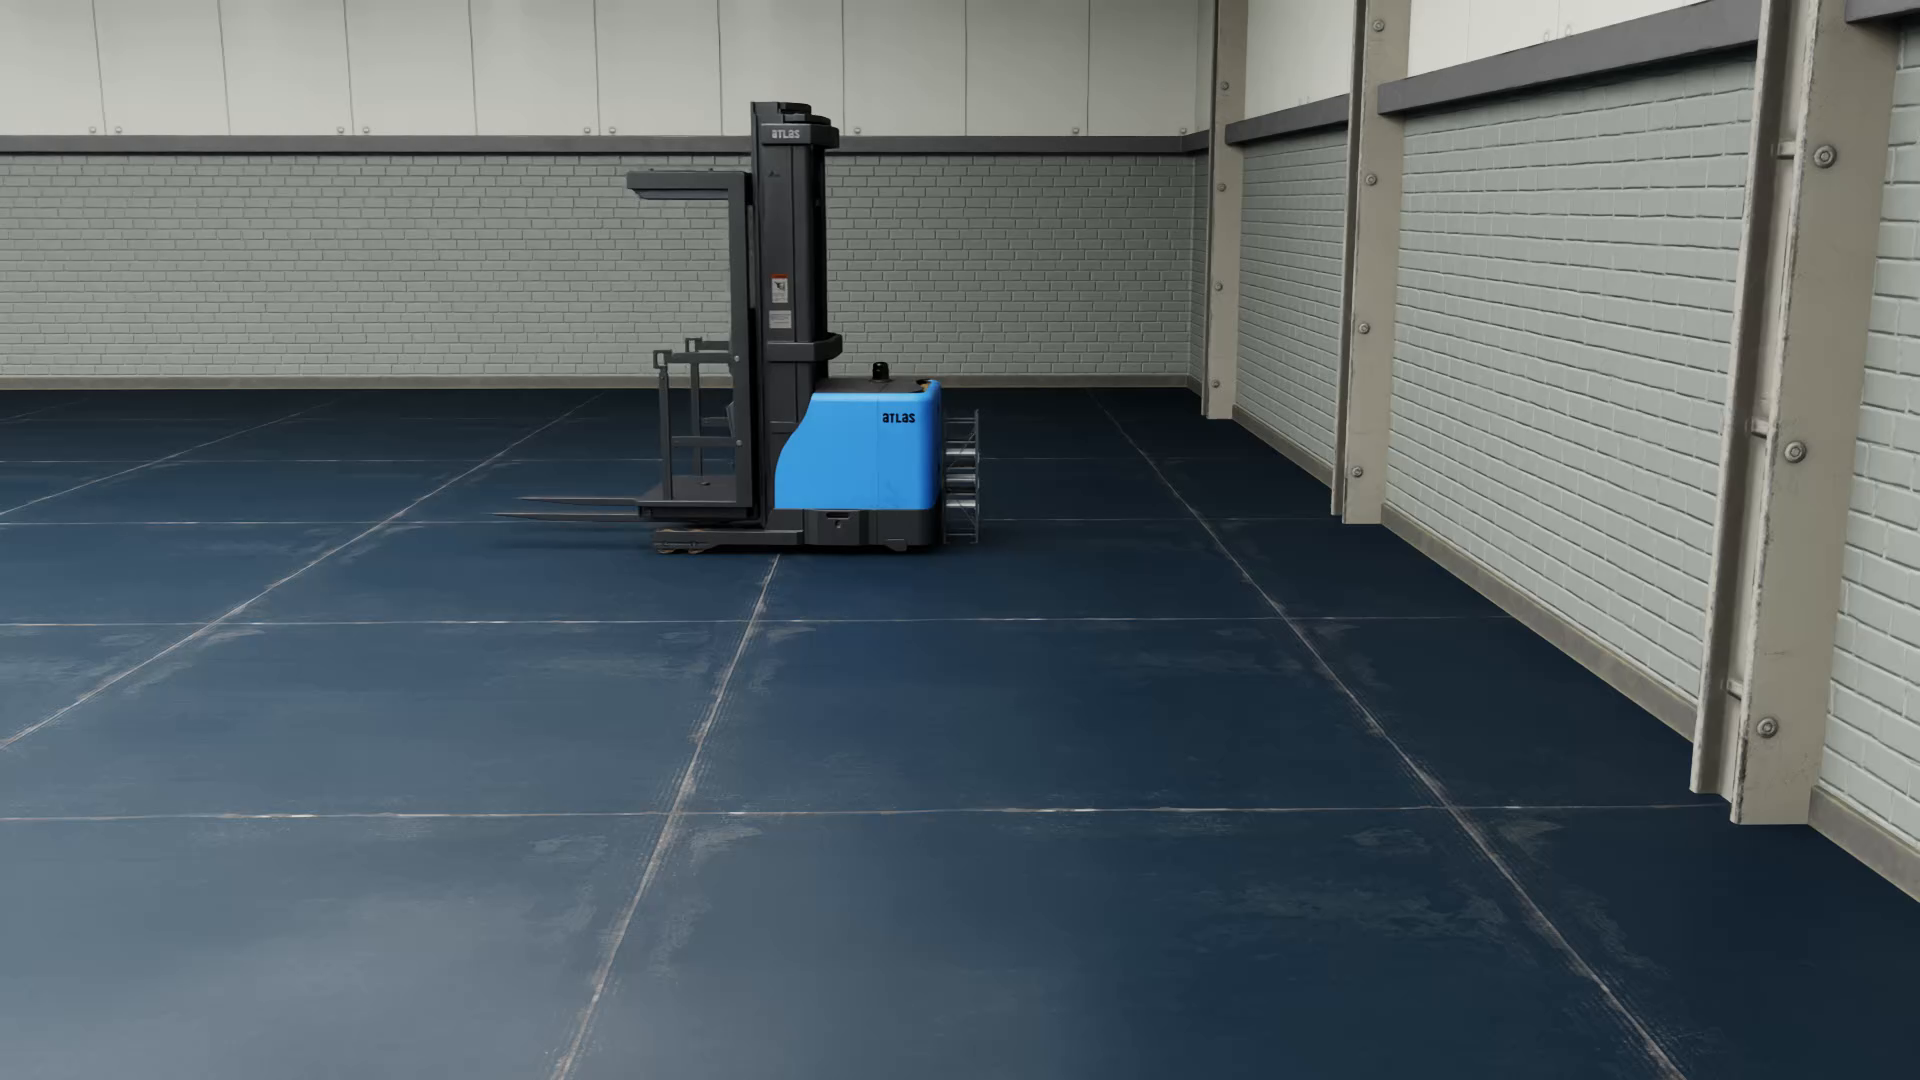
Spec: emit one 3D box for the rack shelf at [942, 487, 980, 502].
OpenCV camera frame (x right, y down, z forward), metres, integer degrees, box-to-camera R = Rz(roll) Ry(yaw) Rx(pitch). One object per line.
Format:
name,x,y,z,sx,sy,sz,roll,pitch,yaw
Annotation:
rack shelf,0.009,-0.318,11.486,0.258,0.077,0.200,0,11,2

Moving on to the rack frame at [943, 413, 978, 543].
rack frame,0.005,-0.419,11.362,0.240,0.900,0.006,0,11,2

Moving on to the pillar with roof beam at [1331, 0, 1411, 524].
pillar with roof beam,-1.351,-4.552,11.366,9.100,9.000,0.400,0,11,-1

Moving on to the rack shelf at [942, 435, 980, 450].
rack shelf,0.009,-0.671,11.414,0.258,0.077,0.200,0,11,2

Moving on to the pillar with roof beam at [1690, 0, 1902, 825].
pillar with roof beam,-1.227,-3.360,5.487,9.100,9.000,0.400,0,11,-1

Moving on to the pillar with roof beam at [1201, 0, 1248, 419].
pillar with roof beam,-1.475,-5.745,17.244,9.100,9.000,0.400,0,11,-1

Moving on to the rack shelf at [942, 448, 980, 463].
rack shelf,0.009,-0.583,11.432,0.258,0.077,0.200,0,11,2

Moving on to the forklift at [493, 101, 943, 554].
forklift,-1.655,-1.447,11.320,3.031,2.935,1.130,1,11,3

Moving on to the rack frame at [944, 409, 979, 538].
rack frame,0.012,-0.460,11.561,0.240,0.900,0.006,0,11,2

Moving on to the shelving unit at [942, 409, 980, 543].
shelving unit,0.009,-0.439,11.461,0.258,0.900,0.210,0,11,2

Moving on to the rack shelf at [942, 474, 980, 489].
rack shelf,0.009,-0.407,11.468,0.258,0.077,0.200,0,11,2

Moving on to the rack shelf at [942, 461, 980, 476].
rack shelf,0.009,-0.495,11.450,0.258,0.077,0.200,0,11,2

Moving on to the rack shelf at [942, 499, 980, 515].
rack shelf,0.009,-0.230,11.504,0.258,0.077,0.200,0,11,2
